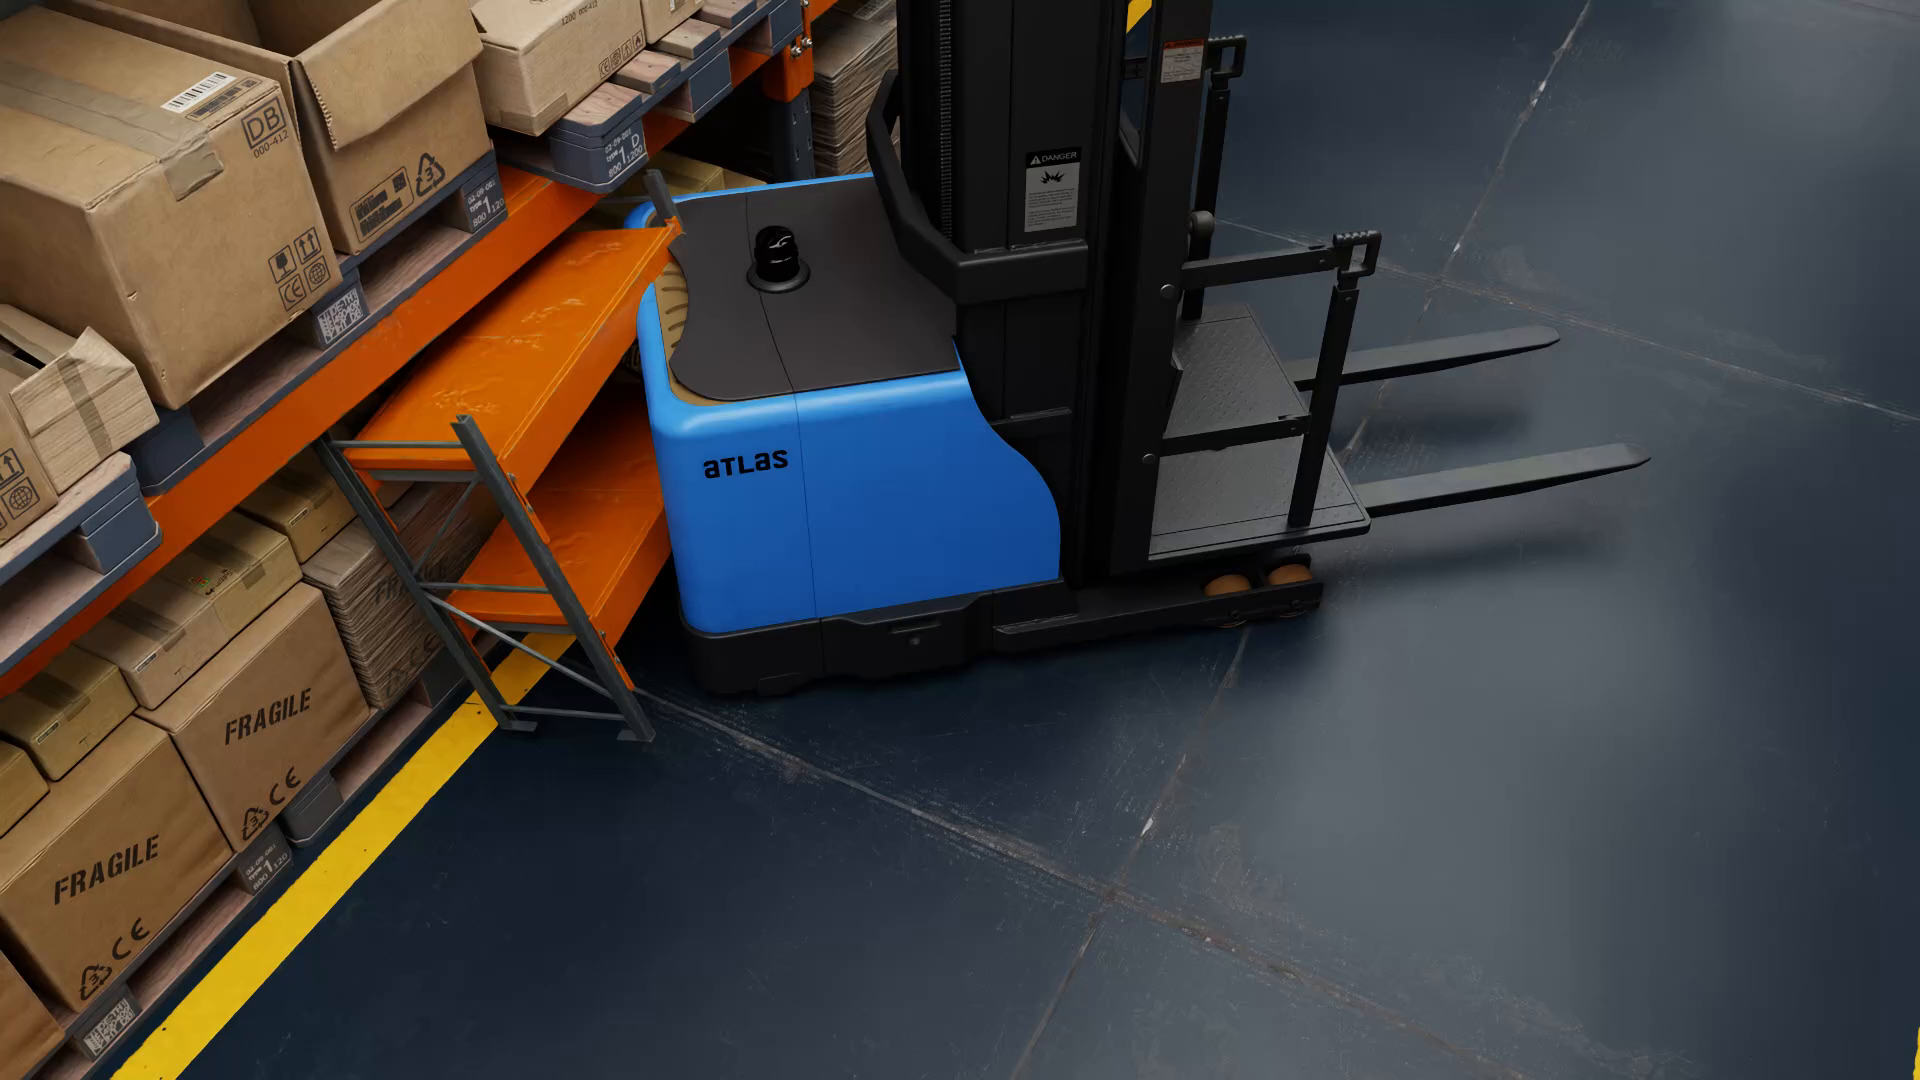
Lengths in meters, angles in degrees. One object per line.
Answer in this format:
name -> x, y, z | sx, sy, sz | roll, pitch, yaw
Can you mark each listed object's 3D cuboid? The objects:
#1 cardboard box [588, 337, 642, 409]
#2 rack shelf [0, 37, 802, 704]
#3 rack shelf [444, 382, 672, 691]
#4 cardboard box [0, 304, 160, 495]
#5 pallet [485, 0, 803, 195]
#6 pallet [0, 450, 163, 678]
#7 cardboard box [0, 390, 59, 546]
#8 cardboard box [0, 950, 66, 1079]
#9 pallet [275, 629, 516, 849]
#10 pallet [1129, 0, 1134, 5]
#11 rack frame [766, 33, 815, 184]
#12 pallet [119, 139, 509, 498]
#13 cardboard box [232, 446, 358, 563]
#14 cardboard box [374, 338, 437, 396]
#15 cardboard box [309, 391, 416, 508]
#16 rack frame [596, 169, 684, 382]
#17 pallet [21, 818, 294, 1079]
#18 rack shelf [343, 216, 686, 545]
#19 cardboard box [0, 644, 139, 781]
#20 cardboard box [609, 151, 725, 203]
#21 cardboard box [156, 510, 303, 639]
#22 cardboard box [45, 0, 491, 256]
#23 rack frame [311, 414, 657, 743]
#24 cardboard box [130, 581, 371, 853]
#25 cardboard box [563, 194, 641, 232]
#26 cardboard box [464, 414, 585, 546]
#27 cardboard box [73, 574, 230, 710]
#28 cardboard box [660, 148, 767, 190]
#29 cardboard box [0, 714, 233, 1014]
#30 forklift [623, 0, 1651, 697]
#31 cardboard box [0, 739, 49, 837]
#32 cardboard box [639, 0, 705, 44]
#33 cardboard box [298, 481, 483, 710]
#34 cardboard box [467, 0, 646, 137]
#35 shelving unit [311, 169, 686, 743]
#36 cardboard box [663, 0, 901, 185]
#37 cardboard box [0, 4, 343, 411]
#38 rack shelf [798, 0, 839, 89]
cardboard box -> -1.207, -0.610, 5.206 | 0.500, 0.500, 0.500 | 20, 49, 18
rack shelf -> -1.888, -0.477, 4.119 | 1.077, 0.370, 4.000 | 20, 49, 19
rack shelf -> -0.983, -0.053, 4.714 | 0.538, 0.278, 1.000 | 2, 45, 23
cardboard box -> -1.832, -0.319, 3.256 | 0.396, 0.266, 0.258 | 23, 50, 21
pallet -> -1.212, -1.473, 4.731 | 1.213, 0.211, 1.003 | 20, 49, 19
pallet -> -2.349, 0.130, 3.148 | 1.003, 0.211, 1.213 | 20, 49, 19
cardboard box -> -2.153, -0.210, 2.983 | 0.700, 0.500, 0.500 | 21, 49, 19
cardboard box -> -2.393, 1.030, 3.585 | 0.500, 0.500, 0.500 | 22, 49, 21
pallet -> -1.907, 0.214, 4.891 | 1.003, 0.211, 1.213 | 20, 49, 19
pallet -> 0.590, -3.053, 8.119 | 1.003, 0.211, 1.213 | 20, 49, 19
rack frame -> -0.960, -1.990, 5.108 | 1.000, 3.000, 0.127 | 20, 49, 19
pallet -> -1.858, -0.696, 3.964 | 1.003, 0.211, 1.213 | 20, 49, 19
cardboard box -> -1.764, -0.128, 4.274 | 0.380, 0.149, 0.250 | 21, 49, 19
cardboard box -> -1.503, -0.450, 4.592 | 0.380, 0.149, 0.250 | 20, 49, 18
cardboard box -> -1.605, -0.266, 4.410 | 0.380, 0.149, 0.250 | 18, 48, 17
rack frame -> -0.892, -0.582, 4.889 | 0.500, 1.125, 0.032 | 2, 45, 23
pallet -> -2.472, 0.985, 4.128 | 1.003, 0.211, 1.213 | 20, 49, 19
rack shelf -> -1.120, -0.440, 4.368 | 0.538, 0.278, 1.000 | 2, 45, 23
cardboard box -> -2.130, 0.352, 3.799 | 0.380, 0.149, 0.250 | 20, 49, 18
cardboard box -> -0.965, -1.092, 5.227 | 0.380, 0.149, 0.250 | 18, 48, 17
cardboard box -> -1.864, 0.051, 4.096 | 0.380, 0.149, 0.250 | 22, 49, 20
cardboard box -> -1.554, -1.085, 3.845 | 0.797, 0.503, 0.637 | 19, 48, 18
rack frame -> -1.199, 0.124, 4.224 | 0.500, 1.125, 0.032 | 2, 45, 23
cardboard box -> -1.919, 0.379, 4.229 | 0.500, 0.500, 0.500 | 19, 48, 18
cardboard box -> -1.064, -0.910, 5.047 | 0.380, 0.149, 0.250 | 18, 48, 17
cardboard box -> -1.448, -0.279, 4.879 | 0.500, 0.500, 0.500 | 22, 49, 21
cardboard box -> -1.981, 0.207, 3.943 | 0.380, 0.149, 0.250 | 20, 49, 19
cardboard box -> -0.966, -0.922, 5.514 | 0.500, 0.500, 0.500 | 22, 49, 20
cardboard box -> -2.154, 0.692, 3.920 | 0.500, 0.500, 0.500 | 20, 49, 19
forklift -> 0.610, -1.127, 4.303 | 3.031, 2.935, 1.130 | -9, 46, -9
cardboard box -> -2.245, 0.529, 3.624 | 0.380, 0.149, 0.250 | 18, 48, 17
cardboard box -> -0.925, -1.509, 4.514 | 0.380, 0.149, 0.250 | 21, 49, 20
cardboard box -> -1.672, 0.054, 4.550 | 0.500, 0.500, 0.500 | 19, 48, 18
cardboard box -> -1.163, -1.314, 4.249 | 0.500, 0.250, 0.500 | 18, 48, 17
shelving unit -> -1.045, -0.229, 4.557 | 0.538, 1.125, 1.048 | 2, 45, 23
cardboard box -> -0.658, -1.691, 6.187 | 0.875, 0.625, 0.625 | 22, 49, 20
cardboard box -> -1.789, -0.705, 3.472 | 0.700, 0.500, 0.500 | 20, 49, 19
rack shelf -> -0.031, -2.997, 6.609 | 1.077, 0.370, 4.000 | 20, 49, 19
